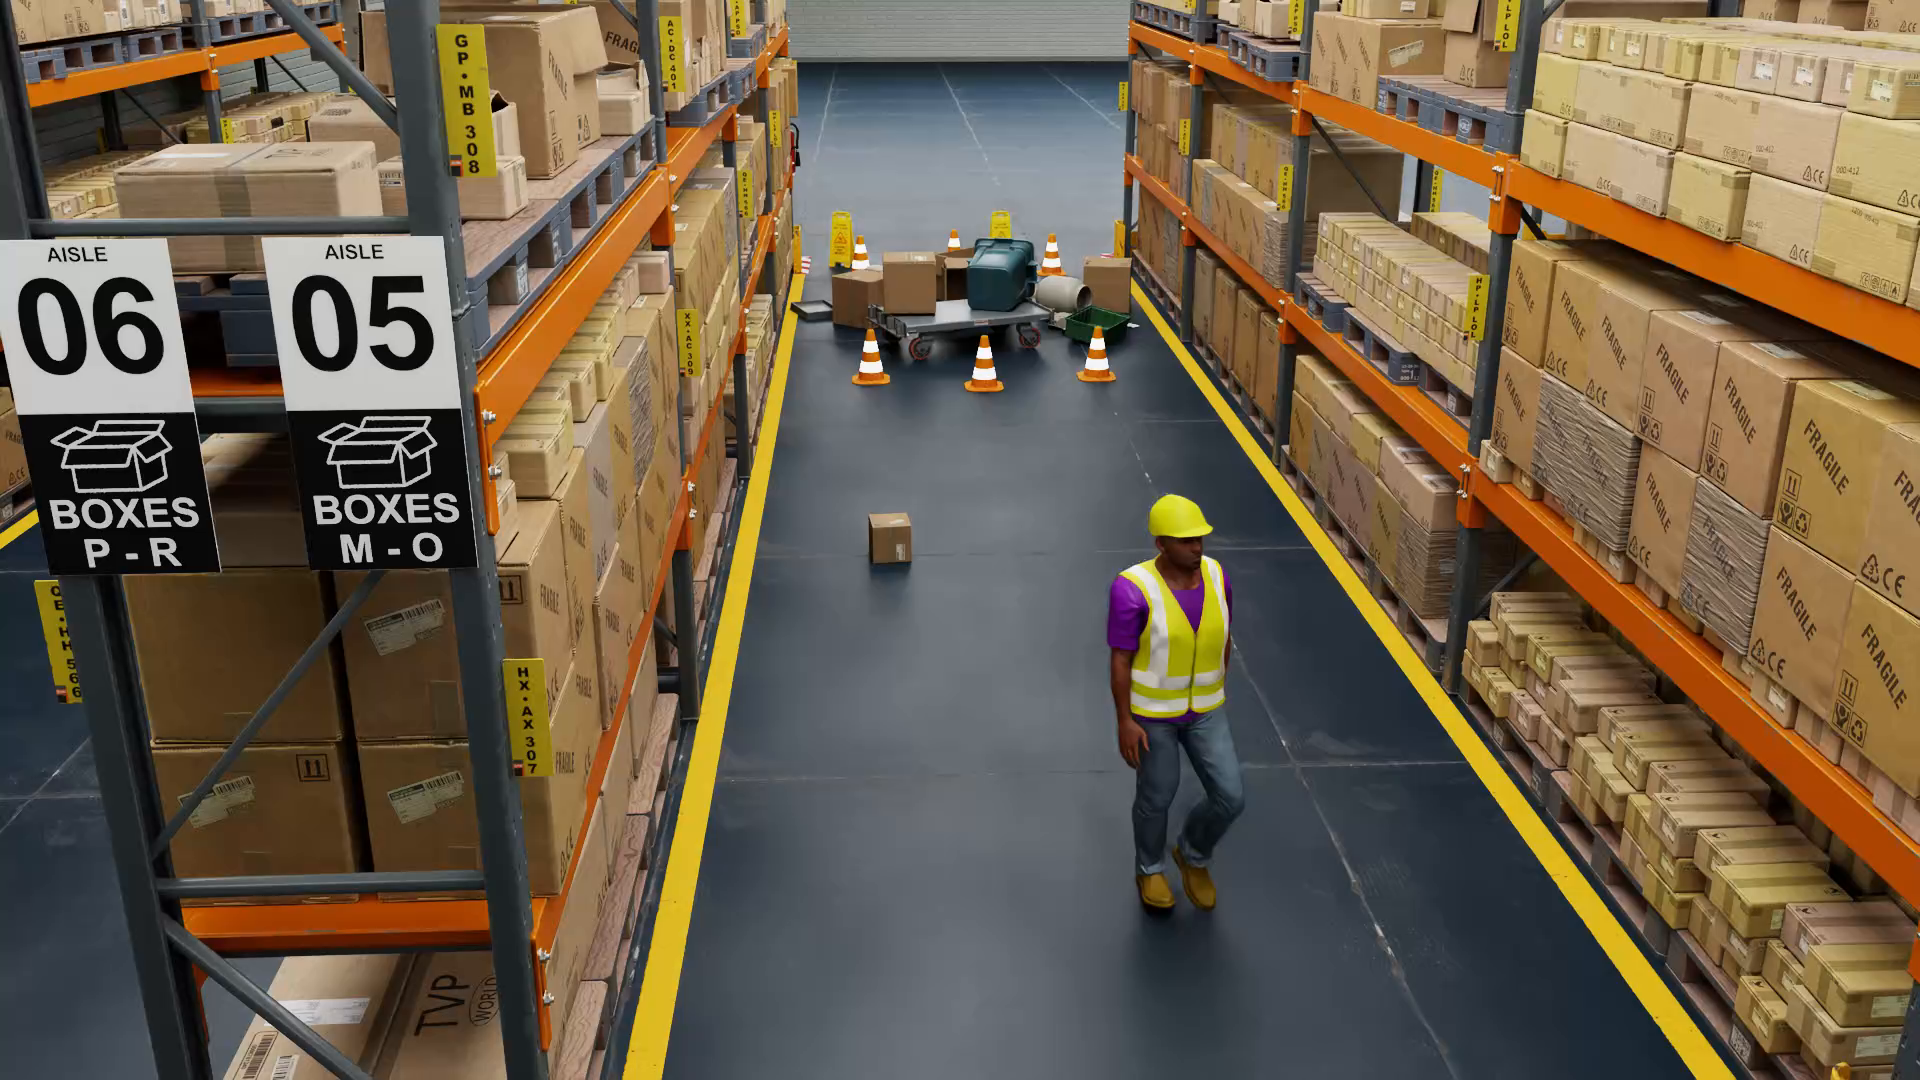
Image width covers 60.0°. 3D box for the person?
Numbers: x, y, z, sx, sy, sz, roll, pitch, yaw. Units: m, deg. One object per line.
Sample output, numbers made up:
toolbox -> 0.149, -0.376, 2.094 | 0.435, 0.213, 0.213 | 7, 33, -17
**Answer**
person -> 0.871, 0.697, 6.628 | 0.580, 1.794, 0.476 | -7, 21, -19
